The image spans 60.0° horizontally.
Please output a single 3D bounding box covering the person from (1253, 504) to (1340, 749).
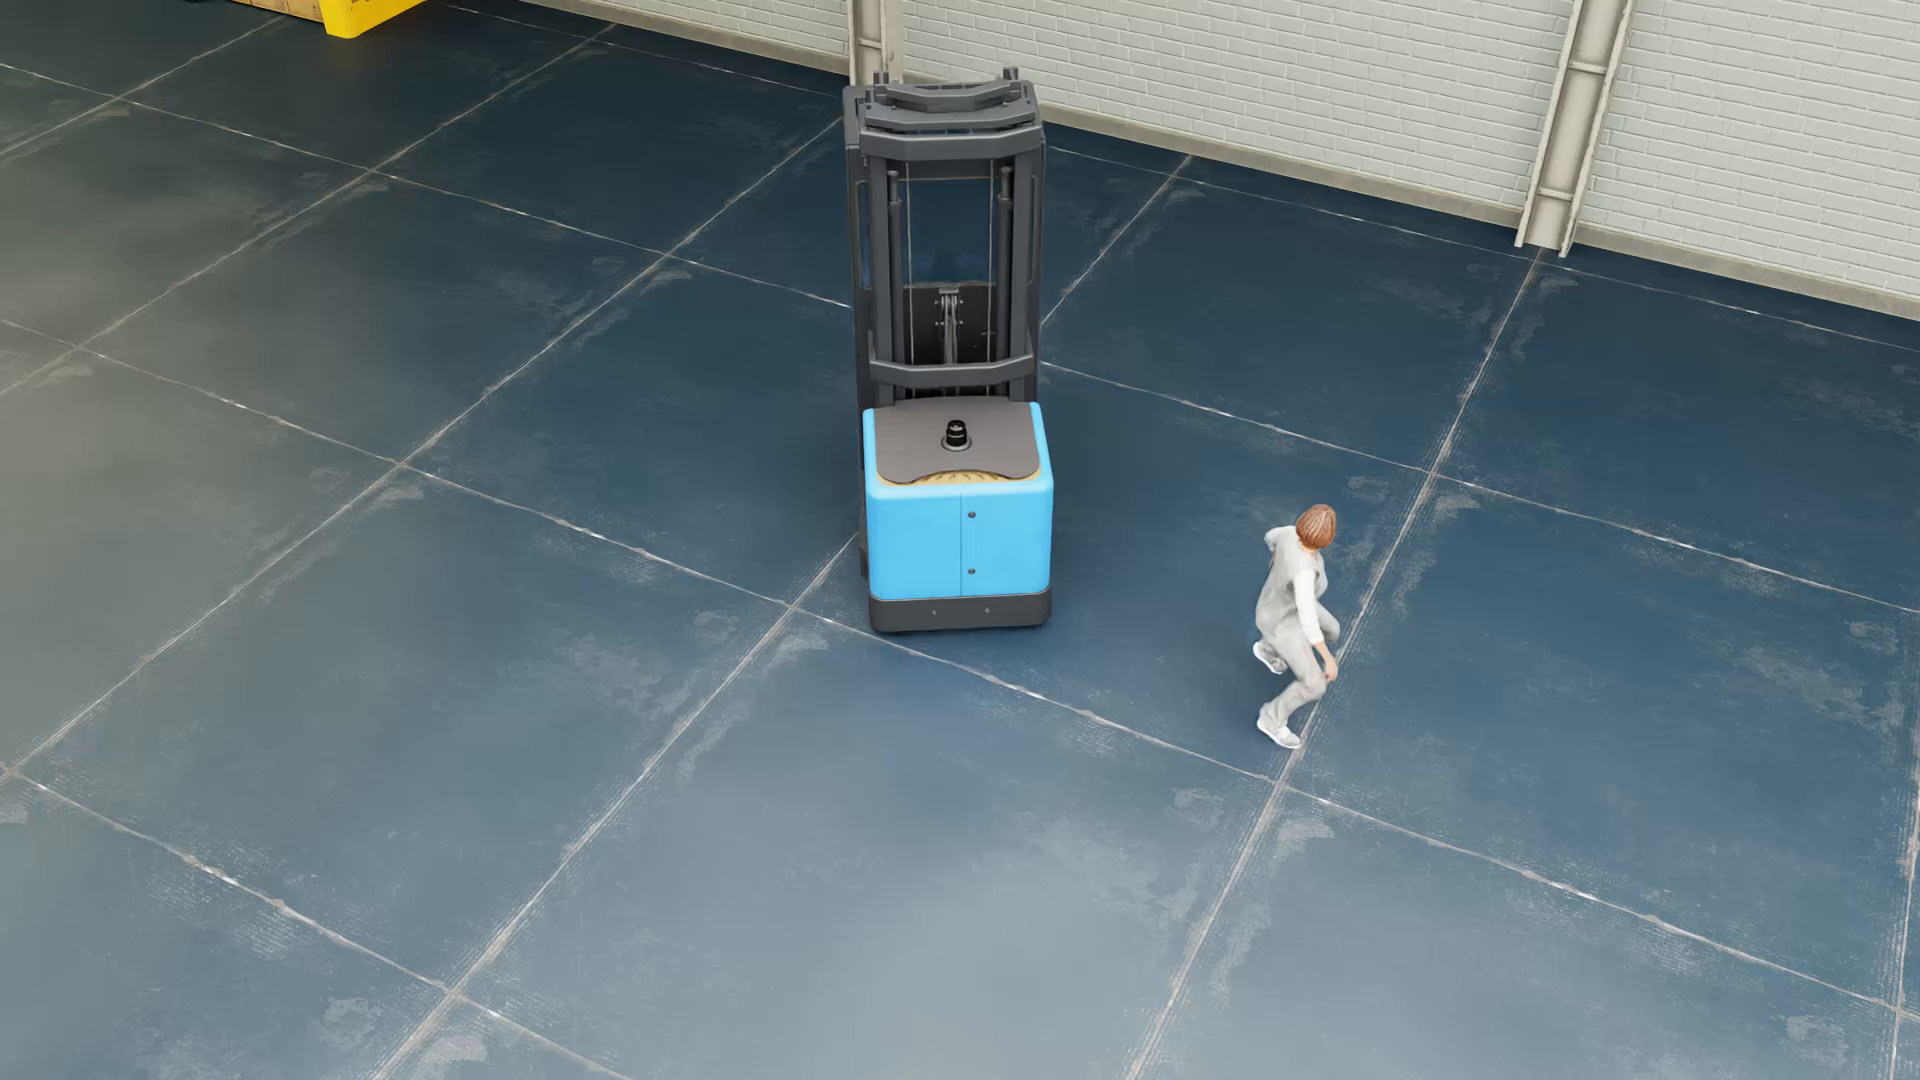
[{"bbox_3d":[1.766,0.389,8.667,0.474,1.495,0.742,9,41,11],"label":"person"}]

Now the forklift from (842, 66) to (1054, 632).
[{"bbox_3d":[-0.096,-1.531,9.804,1.130,2.935,3.031,-3,40,-3],"label":"forklift"}]
